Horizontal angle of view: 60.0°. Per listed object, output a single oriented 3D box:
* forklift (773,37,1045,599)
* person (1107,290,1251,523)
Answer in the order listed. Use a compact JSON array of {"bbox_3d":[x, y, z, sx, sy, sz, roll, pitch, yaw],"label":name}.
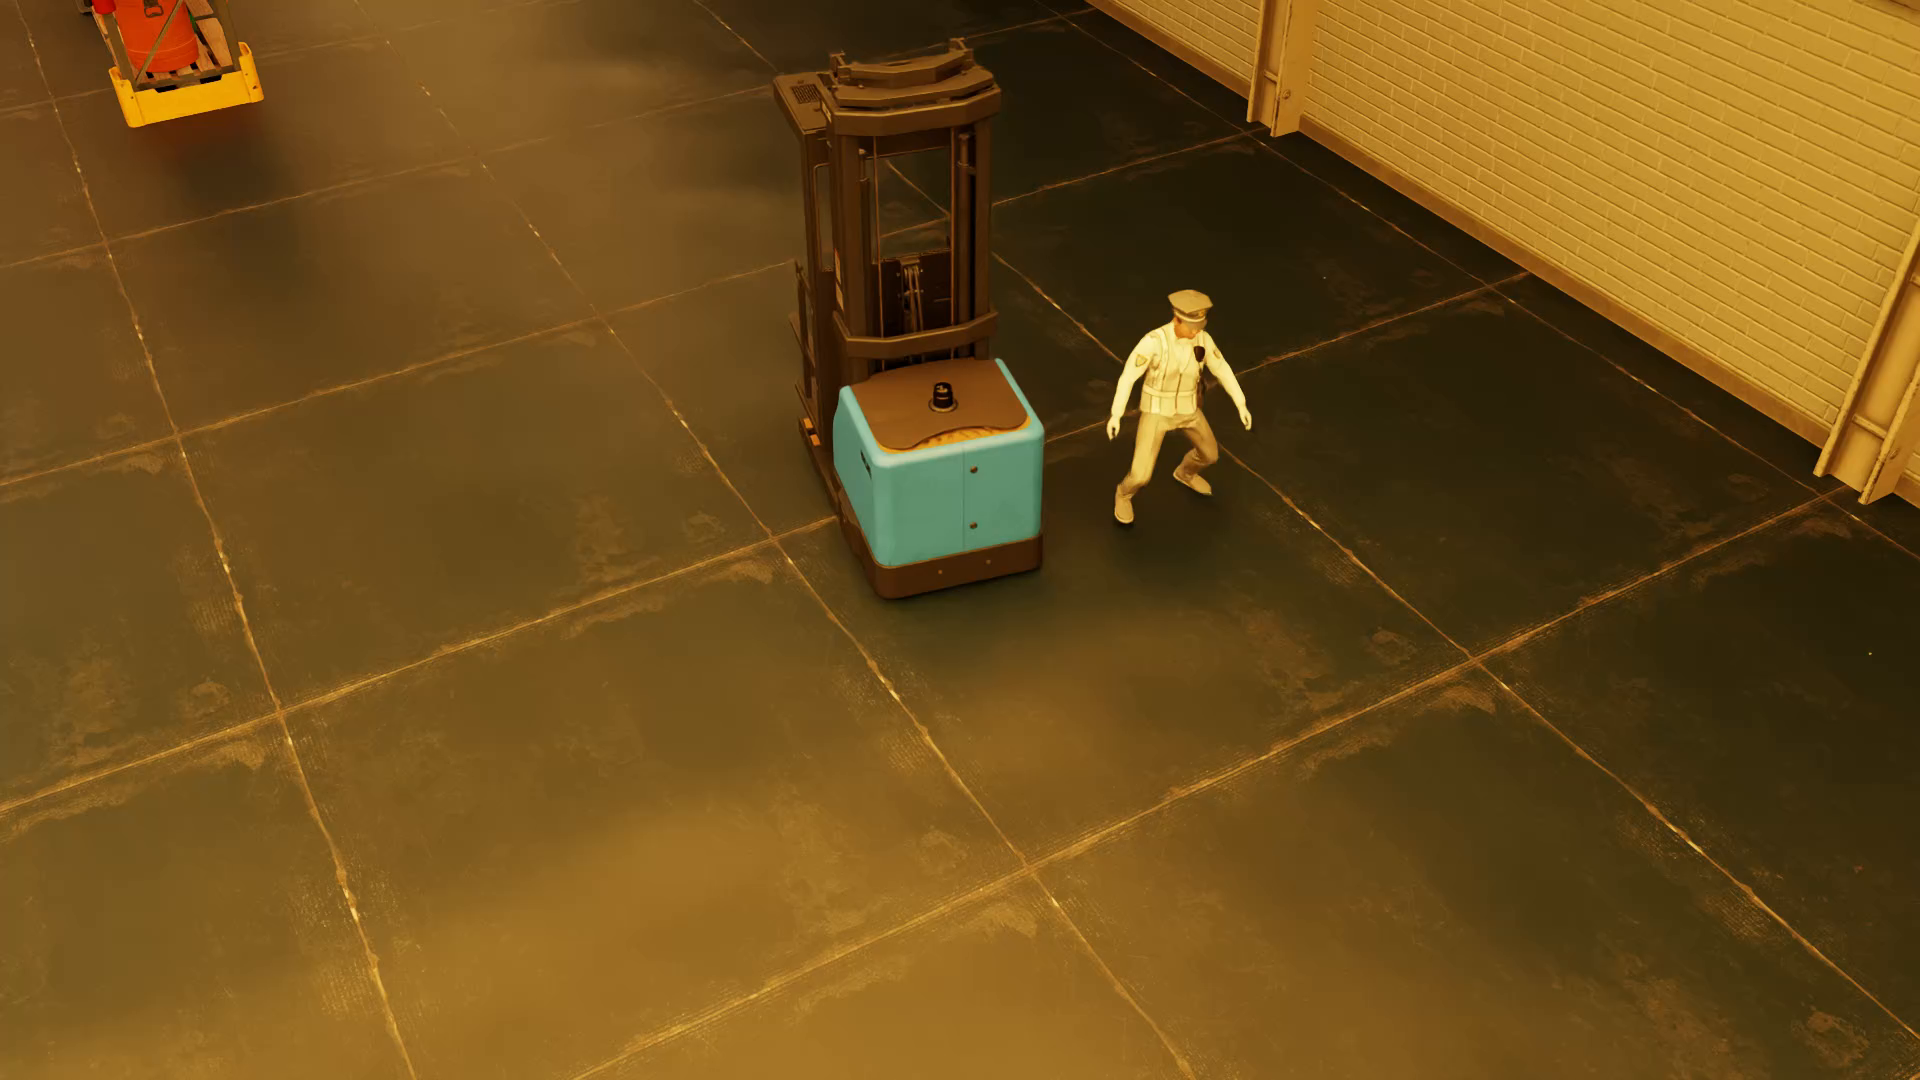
[{"bbox_3d":[-0.441,-1.731,10.124,1.130,2.935,3.031,-12,41,-14],"label":"forklift"},{"bbox_3d":[1.308,-0.795,10.103,0.869,1.556,0.612,-9,41,-11],"label":"person"}]
